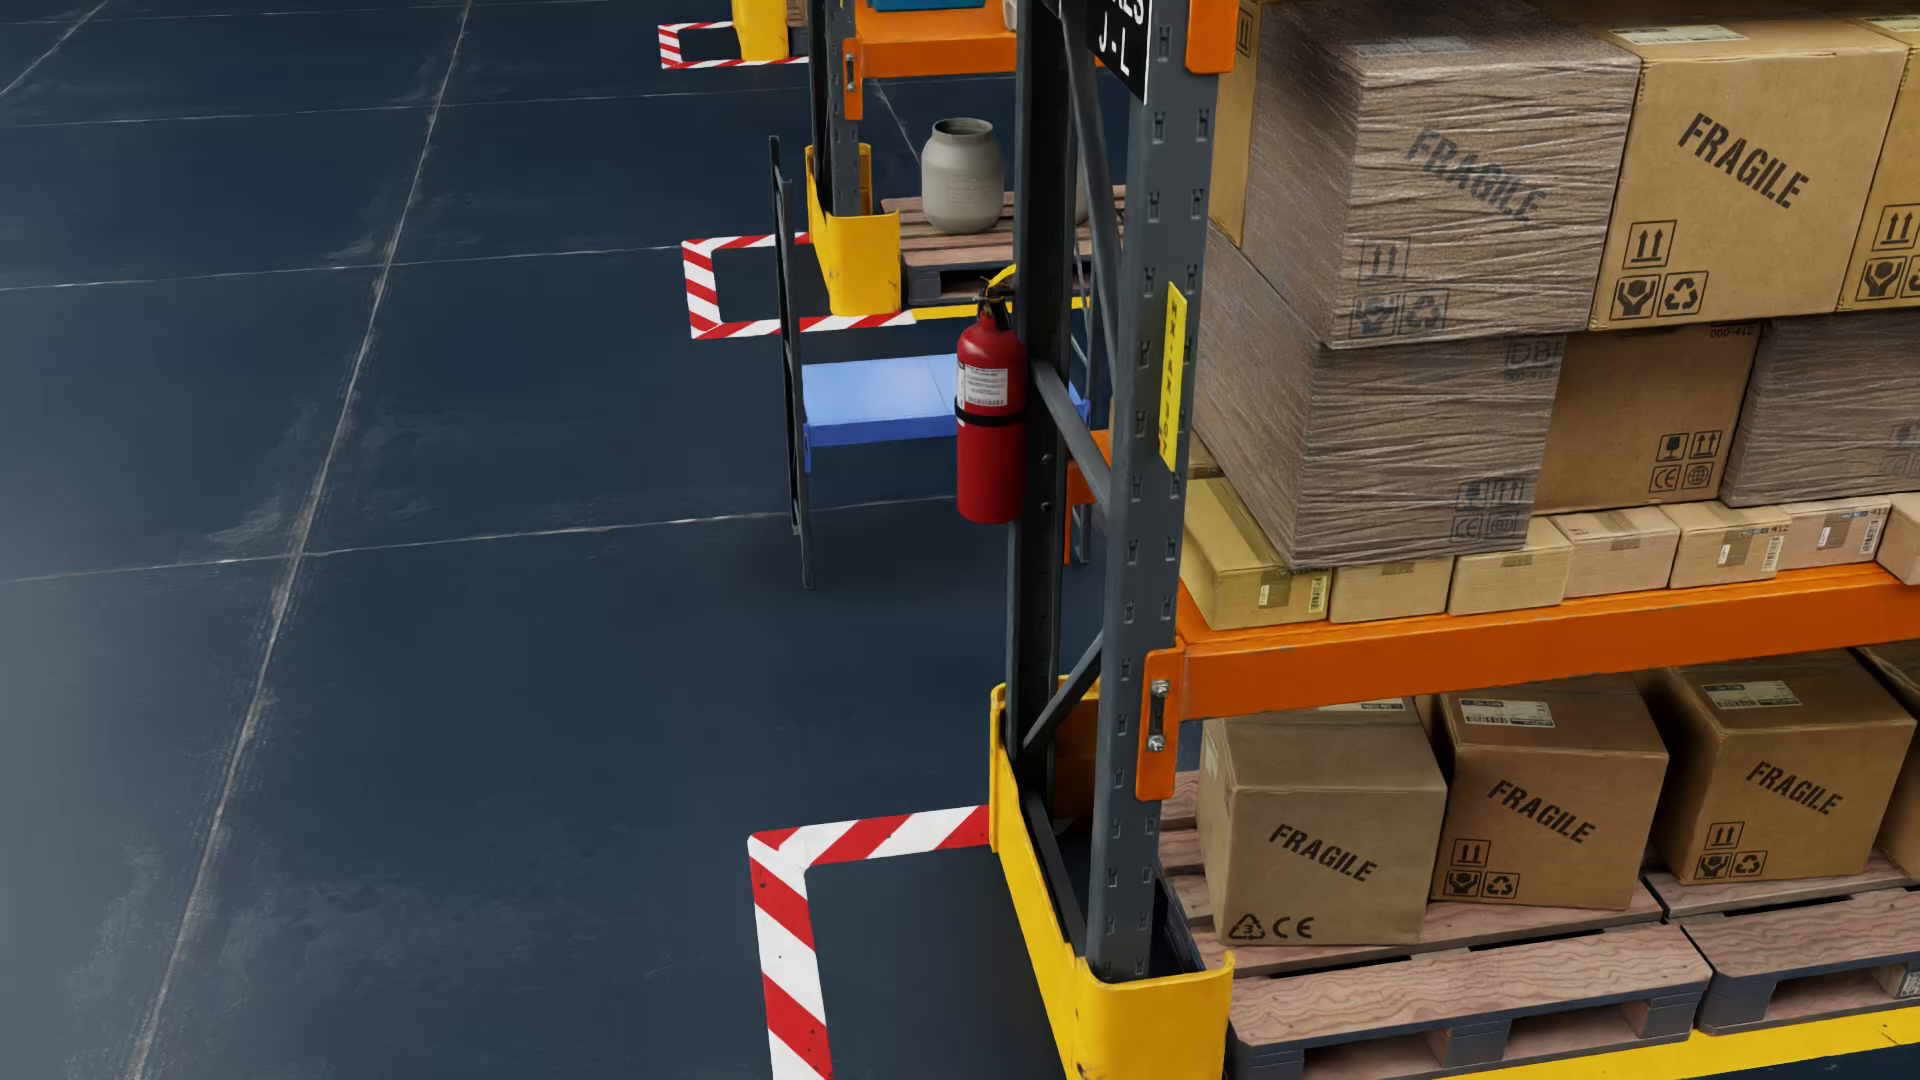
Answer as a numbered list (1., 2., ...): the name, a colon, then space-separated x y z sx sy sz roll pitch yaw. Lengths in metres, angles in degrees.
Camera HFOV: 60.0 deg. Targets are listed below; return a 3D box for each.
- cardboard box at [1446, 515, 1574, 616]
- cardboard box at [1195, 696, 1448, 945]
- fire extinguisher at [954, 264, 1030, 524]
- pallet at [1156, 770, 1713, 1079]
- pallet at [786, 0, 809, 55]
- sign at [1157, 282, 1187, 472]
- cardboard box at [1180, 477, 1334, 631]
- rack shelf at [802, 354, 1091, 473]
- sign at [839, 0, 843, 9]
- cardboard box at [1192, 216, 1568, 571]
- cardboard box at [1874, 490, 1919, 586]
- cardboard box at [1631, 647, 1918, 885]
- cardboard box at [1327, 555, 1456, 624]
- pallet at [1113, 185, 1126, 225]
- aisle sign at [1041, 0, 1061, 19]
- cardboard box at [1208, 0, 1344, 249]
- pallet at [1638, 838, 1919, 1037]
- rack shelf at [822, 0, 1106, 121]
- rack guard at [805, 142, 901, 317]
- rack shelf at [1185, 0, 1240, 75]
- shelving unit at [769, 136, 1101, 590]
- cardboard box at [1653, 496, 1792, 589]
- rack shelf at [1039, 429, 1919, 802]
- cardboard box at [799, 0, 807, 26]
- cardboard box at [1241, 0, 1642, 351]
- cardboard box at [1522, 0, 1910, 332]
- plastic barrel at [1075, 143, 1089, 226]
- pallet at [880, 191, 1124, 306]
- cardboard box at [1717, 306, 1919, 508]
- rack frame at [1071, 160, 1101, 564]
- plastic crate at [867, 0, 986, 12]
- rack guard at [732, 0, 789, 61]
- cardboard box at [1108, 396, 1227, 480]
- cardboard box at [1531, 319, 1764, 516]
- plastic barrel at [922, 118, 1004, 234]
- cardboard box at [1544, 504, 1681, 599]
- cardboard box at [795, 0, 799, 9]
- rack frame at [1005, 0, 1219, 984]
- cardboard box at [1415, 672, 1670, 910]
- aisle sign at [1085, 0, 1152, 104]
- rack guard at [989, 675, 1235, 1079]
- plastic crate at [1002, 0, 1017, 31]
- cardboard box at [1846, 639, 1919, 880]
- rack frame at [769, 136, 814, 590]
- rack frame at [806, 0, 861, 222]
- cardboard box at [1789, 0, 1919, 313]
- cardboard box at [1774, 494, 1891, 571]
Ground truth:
1. cardboard box: 1.094 -0.009 3.555 0.250 0.149 0.380 -5 31 -9
2. cardboard box: 0.890 0.666 4.210 0.500 0.500 0.500 0 30 0
3. fire extinguisher: 0.077 -0.368 3.993 0.183 0.674 0.296 -5 31 -9
4. pallet: 1.153 0.957 4.415 1.213 0.211 1.003 -5 31 -9
5. pallet: -0.763 -4.010 12.861 1.213 0.211 1.003 -5 31 -9
6. sign: 0.371 -0.285 2.921 0.005 0.325 0.100 -5 31 -9
7. cardboard box: 0.596 0.019 3.506 0.250 0.149 0.380 -5 31 -9
8. rack shelf: -0.084 -0.484 5.948 1.000 0.185 0.538 -5 31 -9
9. sign: -0.524 -2.496 7.263 0.005 0.325 0.100 -5 31 -9
10. cardboard box: 0.819 -0.390 3.561 0.500 0.500 0.875 -5 31 -9
11. cardboard box: 2.089 -0.069 3.657 0.250 0.149 0.380 -5 31 -9
12. cardboard box: 2.091 0.547 4.413 0.500 0.500 0.500 -3 31 -4
13. cardboard box: 0.846 0.006 3.528 0.250 0.149 0.380 -5 31 -9
14. pallet: 1.445 -1.661 8.866 1.213 0.211 1.003 -5 31 -9
15. aisle sign: 0.158 -1.447 3.186 0.004 0.787 0.394 -5 31 -9
16. cardboard box: 0.769 -0.958 3.541 0.500 0.500 0.500 -5 31 -9
17. pallet: 2.351 0.847 4.601 1.213 0.211 1.003 -5 31 -9
18. rack shelf: 1.348 -2.524 8.293 4.000 0.370 1.077 -5 31 -9
19. rack guard: -0.553 -1.604 8.485 0.348 0.500 1.175 -5 31 -9
20. rack shelf: 2.240 -1.347 3.333 4.000 0.370 1.077 -5 31 -9
21. shelving unit: -0.084 -0.639 5.857 1.048 1.500 0.538 -5 31 -9
22. cardboard box: 1.584 -0.062 3.644 0.250 0.149 0.380 -5 31 -9
23. rack shelf: 2.240 -0.054 4.093 4.000 0.370 1.077 -5 31 -9
24. cardboard box: -0.940 -4.055 12.486 0.500 0.250 0.500 -5 31 -9
25. cardboard box: 0.863 -0.699 3.100 0.500 0.500 0.500 -5 31 -9
26. cardboard box: 1.356 -0.741 3.172 0.500 0.500 0.500 -5 31 -9
27. plastic barrel: 0.508 -1.904 8.569 0.421 0.512 0.421 0 30 0
28. pallet: 0.247 -1.551 8.680 1.213 0.211 1.003 -5 31 -9
29. cardboard box: 1.789 -0.519 3.782 0.500 0.500 0.875 -5 31 -9
30. rack frame: 0.416 -0.685 5.936 0.032 1.500 0.500 -5 31 -9
31. plastic crate: -0.181 -2.782 8.169 0.616 0.251 0.499 -5 31 -9
32. rack guard: -1.531 -4.042 12.630 0.348 0.500 1.175 -5 31 -9
33. cardboard box: 0.516 -0.203 3.883 0.250 0.149 0.380 -5 31 -9
34. cardboard box: 1.289 -0.495 3.741 0.500 0.500 0.875 -5 31 -9
35. plastic barrel: 0.014 -1.858 8.491 0.421 0.512 0.421 0 30 0
36. cardboard box: 1.336 -0.043 3.611 0.250 0.149 0.380 -5 31 -9
37. cardboard box: -1.033 -4.313 12.925 0.500 0.250 0.500 -5 31 -9
38. rack frame: 0.273 -0.182 3.600 0.127 3.000 1.000 -5 31 -9
39. cardboard box: 1.472 0.594 4.332 0.500 0.500 0.500 2 31 4
40. aisle sign: 0.266 -1.147 2.677 0.004 0.787 0.394 -5 31 -9
41. rack guard: 0.348 0.889 4.246 0.348 0.500 1.175 -5 31 -9
42. plastic crate: 0.319 -2.459 7.733 0.250 0.136 0.298 -5 31 -9
43. cardboard box: 2.648 0.518 4.462 0.500 0.500 0.500 -8 31 -13
44. rack frame: -0.584 -0.592 5.778 0.032 1.500 0.500 -5 31 -9
45. rack frame: -0.619 -2.651 7.800 0.127 3.000 1.000 -5 31 -9
46. cardboard box: 1.848 -0.787 3.251 0.500 0.500 0.500 -5 31 -9
47. cardboard box: 1.825 -0.098 3.706 0.250 0.149 0.380 -5 31 -9
